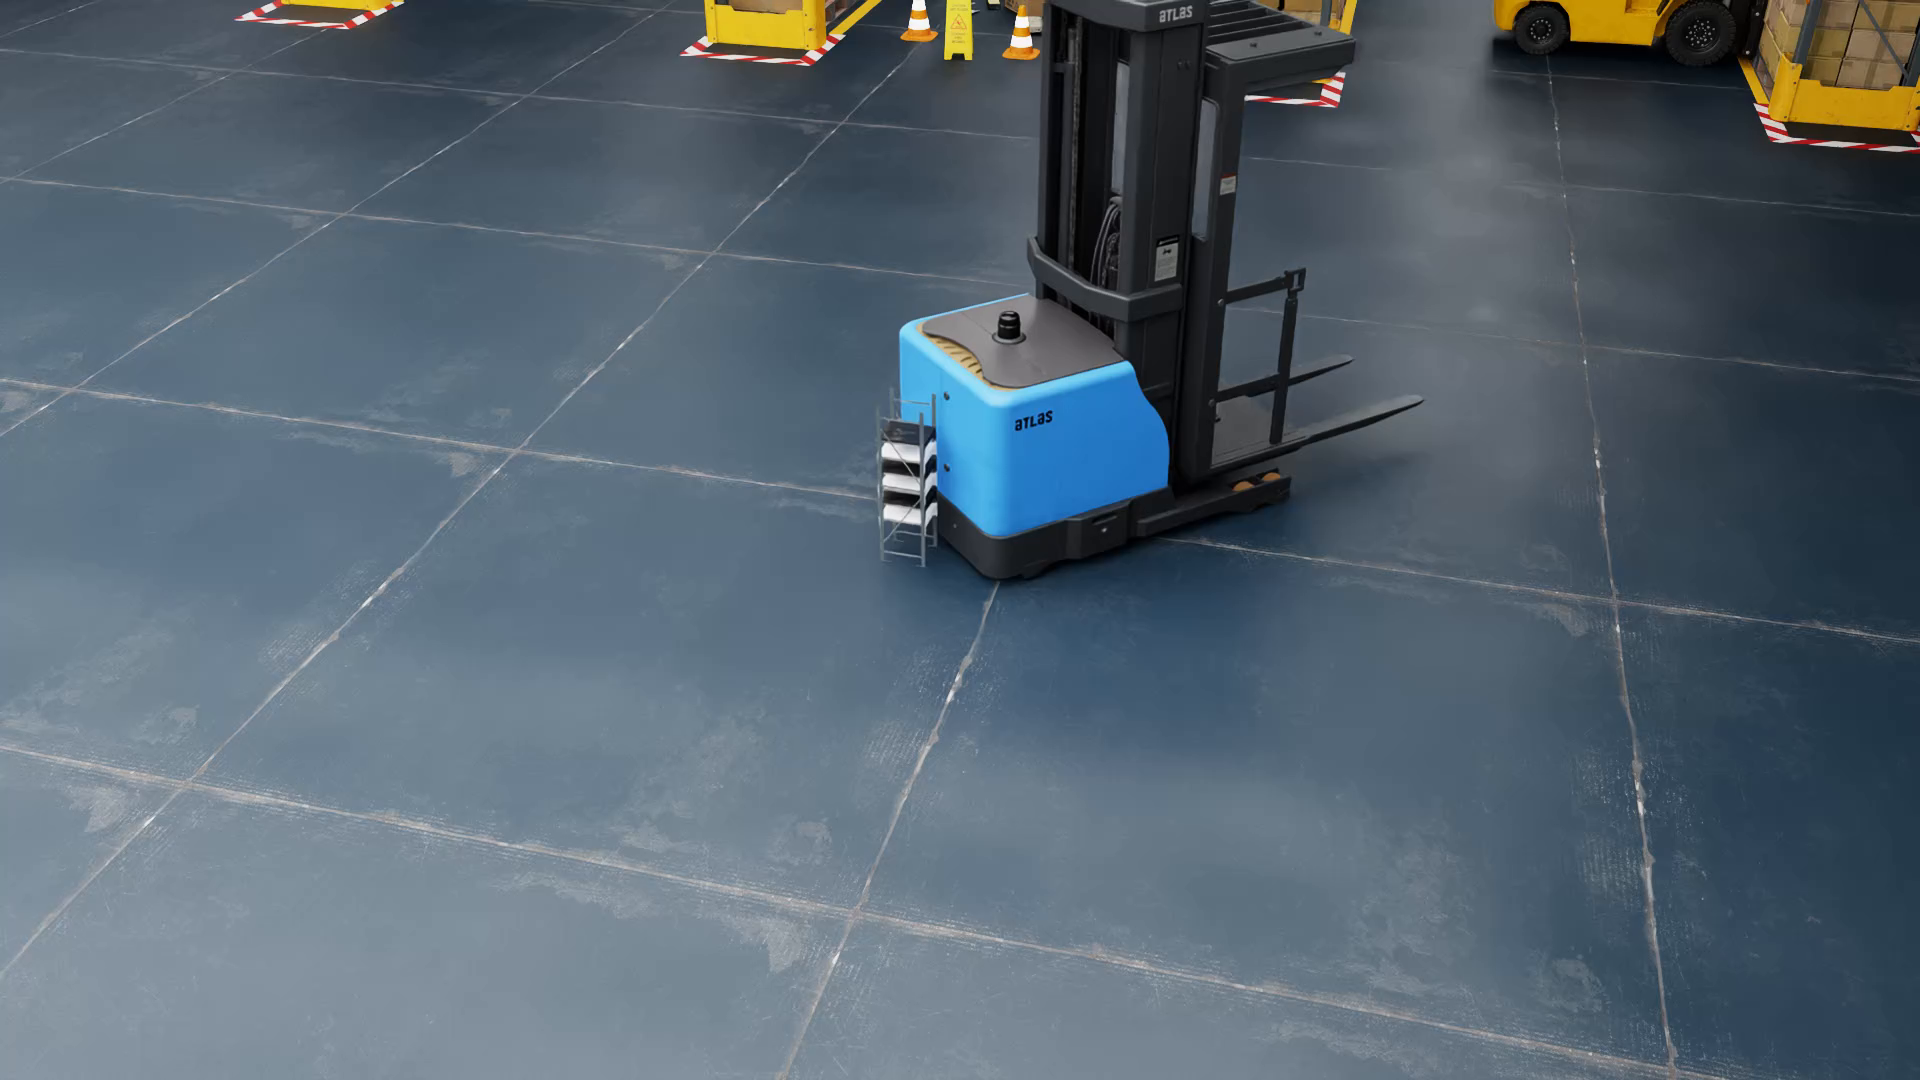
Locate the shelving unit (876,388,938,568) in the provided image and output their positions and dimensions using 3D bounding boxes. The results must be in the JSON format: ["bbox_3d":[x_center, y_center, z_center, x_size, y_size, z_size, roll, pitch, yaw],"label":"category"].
[{"bbox_3d":[-0.264,-0.306,8.393,0.258,0.900,0.210,9,34,14],"label":"shelving unit"}]

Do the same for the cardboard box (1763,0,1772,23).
[{"bbox_3d":[7.769,-4.999,15.523,0.500,0.250,0.500,7,33,11],"label":"cardboard box"}]

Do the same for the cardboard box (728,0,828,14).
[{"bbox_3d":[-1.808,-5.883,16.798,0.875,0.875,0.875,8,33,13],"label":"cardboard box"}]

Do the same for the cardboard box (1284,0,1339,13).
[{"bbox_3d":[3.375,-5.347,15.837,0.500,0.500,0.500,7,33,11],"label":"cardboard box"}]

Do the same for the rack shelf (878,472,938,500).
[{"bbox_3d":[-0.264,-0.278,8.411,0.258,0.077,0.200,9,34,14],"label":"rack shelf"}]

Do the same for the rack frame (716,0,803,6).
[{"bbox_3d":[-1.916,-6.242,15.772,1.000,3.000,0.127,8,33,12],"label":"rack frame"}]

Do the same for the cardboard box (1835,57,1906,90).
[{"bbox_3d":[8.013,-4.192,14.719,0.500,0.250,0.500,8,33,13],"label":"cardboard box"}]

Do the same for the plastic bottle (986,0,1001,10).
[{"bbox_3d":[0.350,-5.700,17.659,0.133,0.061,0.283,-3,33,-4],"label":"plastic bottle"}]

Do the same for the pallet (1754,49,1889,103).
[{"bbox_3d":[7.853,-4.172,15.116,1.003,0.211,1.213,8,33,12],"label":"pallet"}]

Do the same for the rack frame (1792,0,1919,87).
[{"bbox_3d":[7.700,-4.946,13.735,1.000,3.000,0.127,8,33,12],"label":"rack frame"}]

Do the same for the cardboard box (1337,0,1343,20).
[{"bbox_3d":[3.507,-5.282,16.434,0.500,0.250,0.500,9,34,14],"label":"cardboard box"}]

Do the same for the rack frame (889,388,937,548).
[{"bbox_3d":[-0.235,-0.359,8.475,0.240,0.900,0.006,9,34,14],"label":"rack frame"}]

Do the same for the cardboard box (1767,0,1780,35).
[{"bbox_3d":[7.658,-4.728,15.097,0.500,0.250,0.500,8,33,12],"label":"cardboard box"}]

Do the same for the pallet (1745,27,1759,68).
[{"bbox_3d":[8.165,-4.803,16.109,1.003,0.211,1.213,8,33,12],"label":"pallet"}]

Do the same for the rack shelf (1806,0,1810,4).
[{"bbox_3d":[8.207,-5.681,15.560,1.077,0.370,4.000,8,33,12],"label":"rack shelf"}]

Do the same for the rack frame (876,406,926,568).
[{"bbox_3d":[-0.293,-0.254,8.311,0.240,0.900,0.006,9,34,14],"label":"rack frame"}]

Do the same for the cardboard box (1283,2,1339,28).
[{"bbox_3d":[3.370,-5.018,16.019,0.500,0.250,0.500,8,33,12],"label":"cardboard box"}]

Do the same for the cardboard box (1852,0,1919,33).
[{"bbox_3d":[8.005,-4.609,14.443,0.500,0.250,0.500,8,33,12],"label":"cardboard box"}]

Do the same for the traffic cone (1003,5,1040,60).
[{"bbox_3d":[0.599,-4.923,16.063,0.336,0.463,0.334,8,33,12],"label":"traffic cone"}]

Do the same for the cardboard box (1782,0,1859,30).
[{"bbox_3d":[7.515,-4.667,14.534,0.500,0.250,0.500,9,34,14],"label":"cardboard box"}]

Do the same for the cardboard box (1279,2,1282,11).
[{"bbox_3d":[2.848,-5.106,16.157,0.500,0.250,0.500,8,33,12],"label":"cardboard box"}]

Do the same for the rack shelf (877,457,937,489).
[{"bbox_3d":[-0.264,-0.354,8.363,0.258,0.077,0.200,9,34,14],"label":"rack shelf"}]

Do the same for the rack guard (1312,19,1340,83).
[{"bbox_3d":[2.917,-4.605,15.527,1.175,0.500,0.348,8,33,12],"label":"rack guard"}]

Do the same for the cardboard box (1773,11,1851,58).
[{"bbox_3d":[7.521,-4.469,14.690,0.500,0.250,0.500,8,33,12],"label":"cardboard box"}]

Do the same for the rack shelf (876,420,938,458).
[{"bbox_3d":[-0.264,-0.506,8.266,0.258,0.077,0.200,9,34,14],"label":"rack shelf"}]

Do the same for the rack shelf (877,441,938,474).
[{"bbox_3d":[-0.264,-0.430,8.314,0.258,0.077,0.200,9,34,14],"label":"rack shelf"}]

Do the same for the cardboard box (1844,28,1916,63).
[{"bbox_3d":[8.020,-4.390,14.565,0.500,0.250,0.500,9,33,13],"label":"cardboard box"}]

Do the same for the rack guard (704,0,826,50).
[{"bbox_3d":[-1.922,-5.174,16.423,1.175,0.500,0.348,8,33,12],"label":"rack guard"}]

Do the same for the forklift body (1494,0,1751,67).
[{"bbox_3d":[6.416,-5.821,15.901,2.313,2.155,1.214,8,33,12],"label":"forklift body"}]

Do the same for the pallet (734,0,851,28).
[{"bbox_3d":[-1.789,-5.491,17.190,1.003,0.211,1.213,8,33,12],"label":"pallet"}]

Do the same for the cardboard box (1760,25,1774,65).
[{"bbox_3d":[7.649,-4.507,15.215,0.500,0.250,0.500,8,33,12],"label":"cardboard box"}]

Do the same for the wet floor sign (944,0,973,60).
[{"bbox_3d":[-0.008,-4.964,15.956,0.267,0.644,0.232,3,33,4],"label":"wet floor sign"}]

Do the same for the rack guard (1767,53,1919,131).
[{"bbox_3d":[7.694,-3.879,14.386,1.175,0.500,0.348,8,33,12],"label":"rack guard"}]

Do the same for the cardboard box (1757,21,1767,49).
[{"bbox_3d":[7.784,-4.765,15.621,0.500,0.250,0.500,8,33,13],"label":"cardboard box"}]

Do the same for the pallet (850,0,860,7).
[{"bbox_3d":[-1.477,-6.122,18.183,1.003,0.211,1.213,8,33,12],"label":"pallet"}]

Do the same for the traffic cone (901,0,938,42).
[{"bbox_3d":[-0.408,-5.253,16.582,0.336,0.463,0.334,8,33,12],"label":"traffic cone"}]

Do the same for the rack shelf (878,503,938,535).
[{"bbox_3d":[-0.264,-0.126,8.507,0.258,0.077,0.200,9,34,14],"label":"rack shelf"}]

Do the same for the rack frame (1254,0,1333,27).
[{"bbox_3d":[2.898,-5.620,14.795,1.000,3.000,0.127,8,33,12],"label":"rack frame"}]

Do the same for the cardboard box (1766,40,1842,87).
[{"bbox_3d":[7.513,-4.250,14.811,0.500,0.250,0.500,8,33,13],"label":"cardboard box"}]

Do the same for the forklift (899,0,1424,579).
[{"bbox_3d":[1.211,-1.611,8.552,3.031,2.935,1.130,-17,36,-25],"label":"forklift"}]

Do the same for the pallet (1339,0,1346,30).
[{"bbox_3d":[3.469,-5.531,17.253,1.003,0.211,1.213,8,33,12],"label":"pallet"}]

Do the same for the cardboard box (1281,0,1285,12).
[{"bbox_3d":[2.982,-5.361,16.558,0.500,0.250,0.500,8,33,13],"label":"cardboard box"}]

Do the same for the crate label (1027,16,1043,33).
[{"bbox_3d":[0.738,-5.202,16.805,0.250,0.136,0.298,-8,33,-13],"label":"crate label"}]

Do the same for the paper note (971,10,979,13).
[{"bbox_3d":[0.113,-5.549,17.452,0.144,0.017,0.142,20,38,29],"label":"paper note"}]

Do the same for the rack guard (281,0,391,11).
[{"bbox_3d":[-6.669,-5.954,17.650,1.175,0.500,0.348,8,33,12],"label":"rack guard"}]

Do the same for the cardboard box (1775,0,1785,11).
[{"bbox_3d":[7.639,-4.932,14.952,0.500,0.250,0.500,9,33,13],"label":"cardboard box"}]

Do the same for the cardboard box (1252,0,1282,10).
[{"bbox_3d":[2.849,-5.405,15.928,0.500,0.500,0.500,8,33,13],"label":"cardboard box"}]

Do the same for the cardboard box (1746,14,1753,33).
[{"bbox_3d":[7.894,-5.038,16.050,0.500,0.250,0.500,9,34,14],"label":"cardboard box"}]

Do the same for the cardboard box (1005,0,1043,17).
[{"bbox_3d":[0.894,-5.823,17.441,0.797,0.503,0.637,-14,35,-21],"label":"cardboard box"}]

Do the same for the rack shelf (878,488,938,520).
[{"bbox_3d":[-0.264,-0.202,8.459,0.258,0.077,0.200,9,34,14],"label":"rack shelf"}]
